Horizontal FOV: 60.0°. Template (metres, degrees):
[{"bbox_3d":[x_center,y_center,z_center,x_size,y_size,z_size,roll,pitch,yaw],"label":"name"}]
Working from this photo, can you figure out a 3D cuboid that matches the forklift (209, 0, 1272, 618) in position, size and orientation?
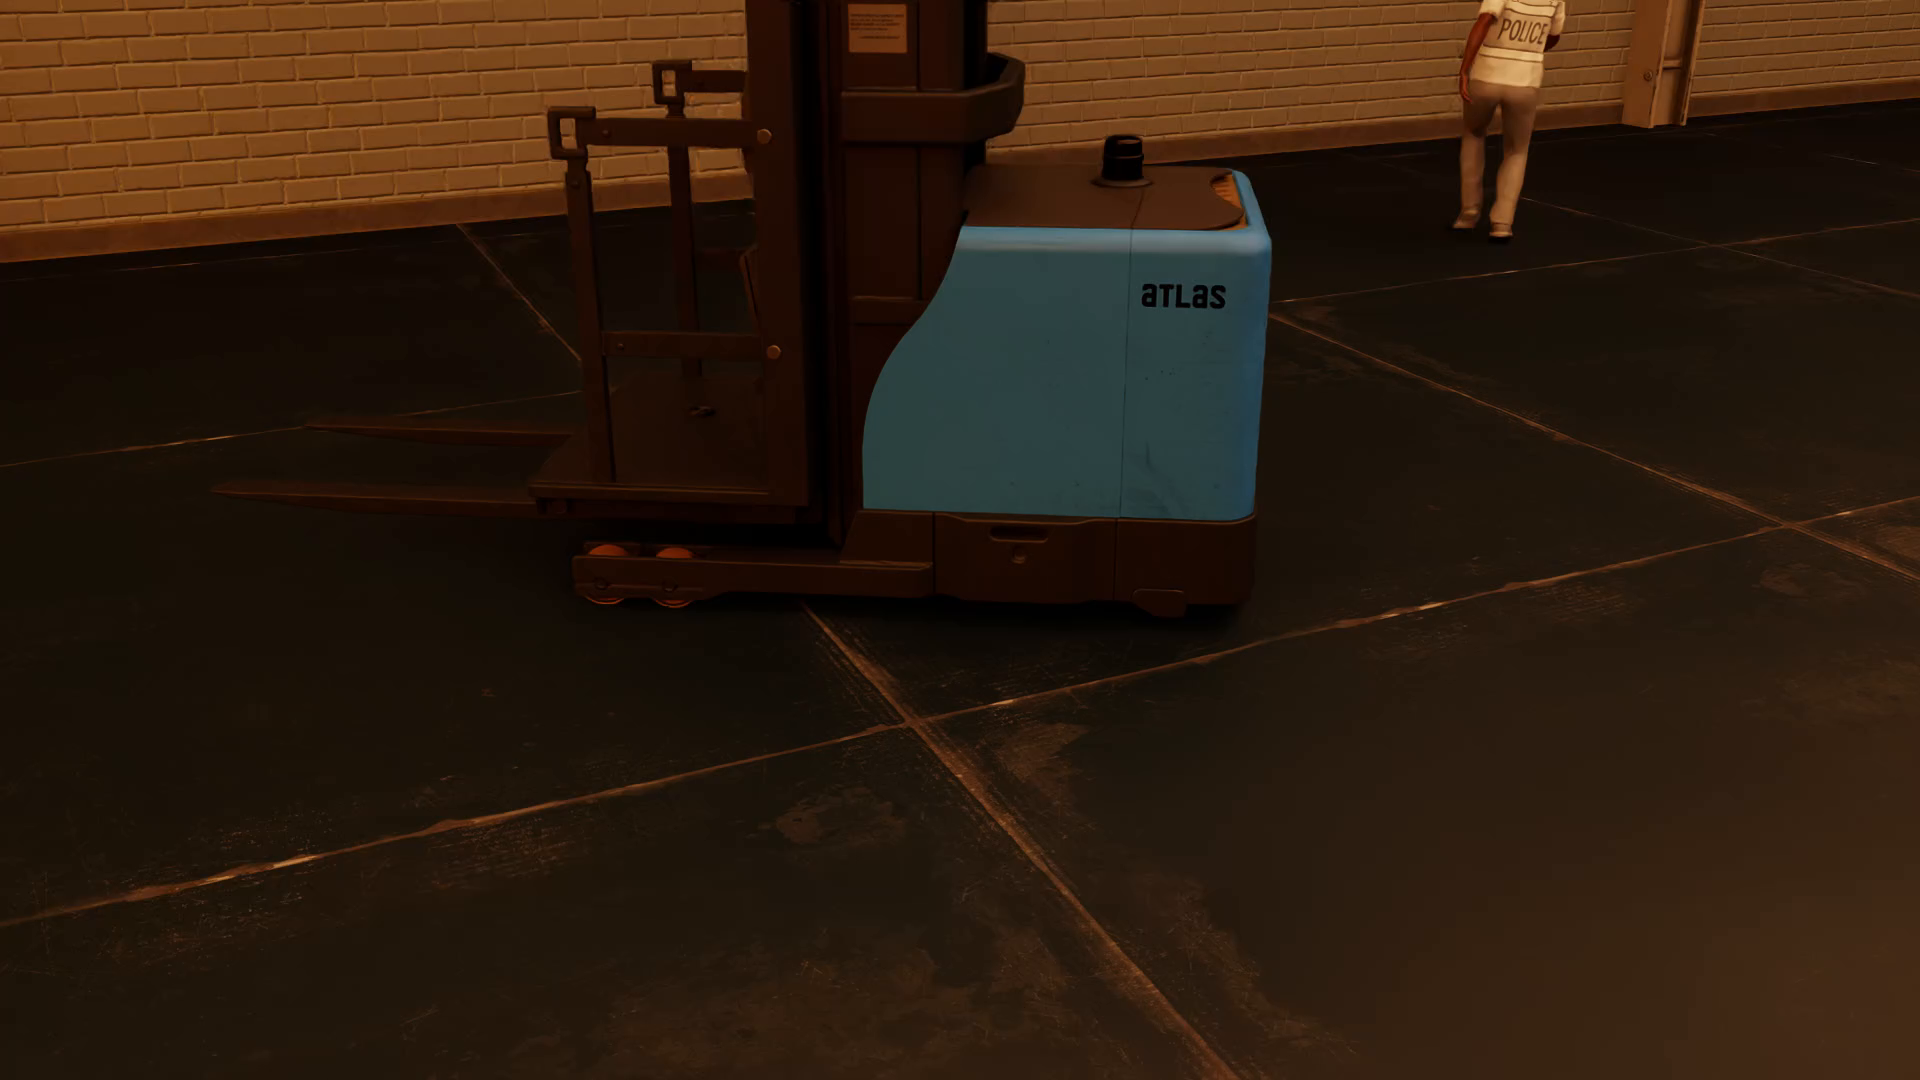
[{"bbox_3d":[-0.664,-1.362,4.565,3.031,2.935,1.130,2,23,5],"label":"forklift"}]

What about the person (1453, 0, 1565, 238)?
[{"bbox_3d":[2.888,-2.377,8.828,0.548,1.660,0.740,3,23,8],"label":"person"}]
